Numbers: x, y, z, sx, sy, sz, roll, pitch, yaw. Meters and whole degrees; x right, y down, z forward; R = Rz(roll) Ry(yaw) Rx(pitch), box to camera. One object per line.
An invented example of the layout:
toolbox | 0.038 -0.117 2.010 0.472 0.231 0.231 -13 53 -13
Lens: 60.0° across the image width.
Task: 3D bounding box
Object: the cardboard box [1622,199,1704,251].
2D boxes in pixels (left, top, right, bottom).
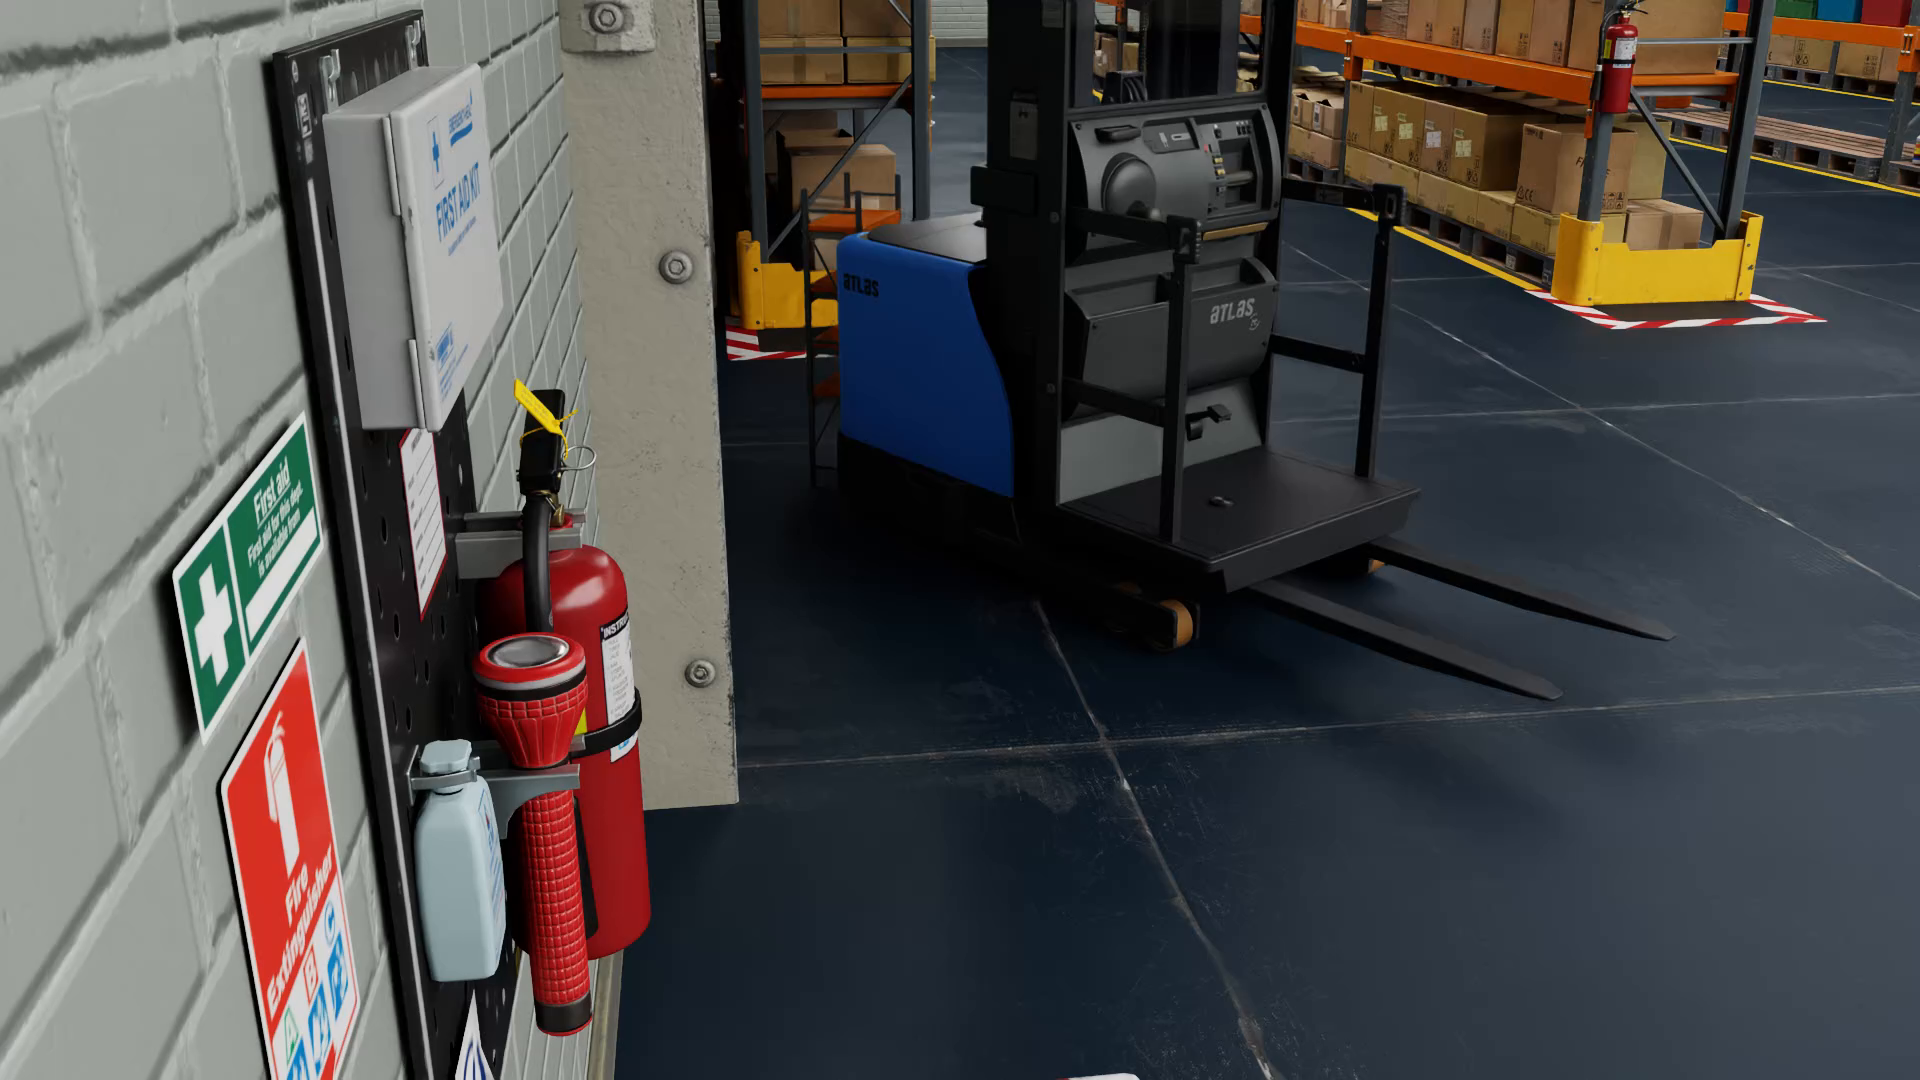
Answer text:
cardboard box | 4.373 -2.011 10.642 0.500 0.250 0.500 -3 21 -8

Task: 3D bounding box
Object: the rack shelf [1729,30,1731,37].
rack shelf | 7.691 -6.279 19.769 1.077 0.370 4.000 -3 21 -8

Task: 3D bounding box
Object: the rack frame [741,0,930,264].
rack frame | -0.671 -2.654 9.035 1.000 3.000 0.127 -3 21 -8

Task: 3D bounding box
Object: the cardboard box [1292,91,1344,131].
cardboard box | 3.231 -3.767 14.543 0.500 0.311 0.500 -2 21 -6

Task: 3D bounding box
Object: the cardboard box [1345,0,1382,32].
cardboard box | 3.540 -4.388 13.892 0.500 0.250 0.500 -2 21 -4

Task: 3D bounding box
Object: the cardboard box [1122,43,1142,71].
cardboard box | 2.329 -5.915 20.711 0.500 0.500 0.500 -4 21 -10

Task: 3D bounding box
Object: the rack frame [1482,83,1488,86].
rack frame | 7.403 -7.309 21.497 1.000 3.000 0.127 -3 21 -8

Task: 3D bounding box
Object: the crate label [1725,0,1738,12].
crate label | 7.855 -5.583 16.825 0.502 0.435 0.616 -3 21 -8

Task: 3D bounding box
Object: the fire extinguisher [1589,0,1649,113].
fire extinguisher | 3.788 -2.805 9.549 0.296 0.674 0.183 -3 21 -8

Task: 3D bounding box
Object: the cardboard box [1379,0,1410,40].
cardboard box | 3.724 -4.184 12.988 0.700 0.500 0.500 -3 21 -9

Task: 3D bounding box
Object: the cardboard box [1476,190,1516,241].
cardboard box | 3.777 -2.157 11.034 0.500 0.250 0.500 -3 21 -8

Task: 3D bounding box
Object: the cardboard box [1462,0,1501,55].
cardboard box | 3.950 -3.650 11.559 0.700 0.500 0.500 -2 21 -6

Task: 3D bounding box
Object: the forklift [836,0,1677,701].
forklift | 0.857 -1.218 5.288 1.130 2.935 3.031 -17 26 -37

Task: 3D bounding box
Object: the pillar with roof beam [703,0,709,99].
pillar with roof beam | 0.903 -10.035 20.223 9.100 9.000 0.400 -3 21 -8

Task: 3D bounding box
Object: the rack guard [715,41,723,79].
rack guard | -2.981 -7.031 24.327 1.175 0.500 0.348 -3 21 -8

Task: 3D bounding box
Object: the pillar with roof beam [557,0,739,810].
pillar with roof beam | 3.497 -3.803 3.537 9.100 9.000 0.400 -3 21 -8

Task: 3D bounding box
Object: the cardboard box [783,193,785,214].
cardboard box | -1.037 -2.355 11.680 0.380 0.149 0.250 -5 21 -12

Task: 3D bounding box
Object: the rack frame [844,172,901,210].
rack frame | -0.358 -0.933 6.999 0.240 1.200 0.015 5 21 15

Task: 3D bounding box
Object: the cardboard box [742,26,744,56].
cardboard box | -1.168 -3.273 10.878 0.500 0.250 0.500 -3 21 -7

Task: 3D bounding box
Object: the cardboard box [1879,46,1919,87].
cardboard box | 12.546 -6.230 21.045 1.225 0.875 0.875 -4 21 -10

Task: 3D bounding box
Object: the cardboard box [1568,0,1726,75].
cardboard box | 4.176 -3.114 10.124 0.700 0.500 0.500 -3 21 -8

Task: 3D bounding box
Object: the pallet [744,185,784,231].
pallet | -1.116 -2.502 12.613 1.003 0.211 1.213 -3 21 -8

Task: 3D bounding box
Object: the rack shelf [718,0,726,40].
rack shelf | -2.112 -5.779 18.431 1.077 0.370 4.000 -3 21 -8

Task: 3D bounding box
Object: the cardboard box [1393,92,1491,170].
cardboard box | 3.555 -3.027 12.293 0.500 0.500 0.500 -3 21 -8

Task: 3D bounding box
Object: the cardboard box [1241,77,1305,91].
cardboard box | 3.018 -4.292 15.949 0.500 0.311 0.500 -3 21 -9

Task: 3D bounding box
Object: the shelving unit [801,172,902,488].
shelving unit | -0.425 -0.854 6.778 0.258 1.200 0.503 5 21 15

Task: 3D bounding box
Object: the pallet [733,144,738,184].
pallet | -1.540 -3.426 15.086 1.003 0.211 1.213 -3 21 -8

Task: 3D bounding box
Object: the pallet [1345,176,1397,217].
pallet | 3.727 -2.706 13.161 1.003 0.211 1.213 -3 21 -8

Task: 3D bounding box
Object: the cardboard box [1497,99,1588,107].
cardboard box | 4.160 -2.882 11.902 0.500 0.500 0.500 -3 21 -8

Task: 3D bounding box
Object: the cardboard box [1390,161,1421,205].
cardboard box | 3.555 -2.676 12.424 0.500 0.250 0.500 -3 21 -8

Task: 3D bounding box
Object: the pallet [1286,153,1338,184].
pallet | 3.509 -3.237 14.581 1.003 0.211 1.213 -3 21 -8

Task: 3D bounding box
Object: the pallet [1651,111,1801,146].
pallet | 8.053 -4.347 17.553 1.003 0.211 1.213 -3 21 -8

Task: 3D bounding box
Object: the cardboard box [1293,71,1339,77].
cardboard box | 3.478 -4.498 16.500 0.500 0.311 0.500 -3 21 -9

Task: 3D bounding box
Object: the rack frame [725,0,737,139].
rack frame | -1.824 -5.424 16.451 1.000 3.000 0.127 -3 21 -8

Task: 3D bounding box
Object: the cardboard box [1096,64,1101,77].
cardboard box | 2.025 -6.240 22.083 0.380 0.149 0.250 -3 21 -8

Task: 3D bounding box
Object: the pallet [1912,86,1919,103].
pallet | 12.669 -5.565 20.815 1.003 0.211 1.213 -3 21 -8

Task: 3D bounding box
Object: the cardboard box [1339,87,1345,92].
cardboard box | 3.698 -3.970 15.086 0.500 0.311 0.500 -4 21 -10

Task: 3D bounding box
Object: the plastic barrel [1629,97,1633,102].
plastic barrel | 7.722 -5.314 19.113 0.421 0.512 0.421 0 20 0

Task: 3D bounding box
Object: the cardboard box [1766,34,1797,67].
cardboard box | 12.158 -7.304 23.921 0.875 0.875 0.875 -3 21 -8

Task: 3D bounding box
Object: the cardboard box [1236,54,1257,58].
cardboard box | 3.146 -5.237 18.895 0.500 0.500 0.500 -3 21 -8

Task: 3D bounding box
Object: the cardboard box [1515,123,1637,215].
cardboard box | 3.859 -2.336 10.441 0.500 0.500 0.500 -3 21 -8

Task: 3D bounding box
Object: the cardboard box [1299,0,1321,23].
cardboard box | 3.411 -4.960 15.065 0.500 0.500 0.500 -3 21 -8

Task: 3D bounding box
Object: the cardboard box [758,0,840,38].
cardboard box | -0.949 -3.097 9.335 0.500 0.500 0.500 -3 21 -8

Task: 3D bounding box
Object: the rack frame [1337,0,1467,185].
rack frame | 3.654 -4.290 13.416 1.000 3.000 0.127 -3 21 -8

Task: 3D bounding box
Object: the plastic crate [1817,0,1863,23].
plastic crate | 8.089 -4.897 15.064 0.392 0.384 0.575 -3 21 -8

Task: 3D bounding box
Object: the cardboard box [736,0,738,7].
cardboard box | -1.386 -4.156 12.171 0.500 0.500 0.500 -3 21 -9

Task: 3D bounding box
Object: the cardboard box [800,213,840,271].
cardboard box | -0.681 -1.845 10.082 0.500 0.311 0.500 -5 21 -14

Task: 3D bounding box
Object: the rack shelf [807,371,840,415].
rack shelf | -0.425 -0.604 6.869 0.258 0.148 0.480 5 21 15

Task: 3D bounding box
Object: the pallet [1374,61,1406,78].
pallet | 6.907 -7.100 24.923 1.003 0.211 1.213 -3 21 -8

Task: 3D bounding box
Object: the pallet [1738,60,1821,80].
pallet | 12.093 -6.943 24.503 1.003 0.211 1.213 -3 21 -8

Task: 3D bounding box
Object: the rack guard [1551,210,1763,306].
rack guard | 4.234 -1.726 10.123 1.175 0.500 0.348 -3 21 -8

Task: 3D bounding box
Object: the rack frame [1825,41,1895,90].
rack frame | 12.304 -7.558 22.166 1.000 3.000 0.127 -3 21 -8

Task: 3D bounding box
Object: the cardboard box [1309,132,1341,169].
cardboard box | 3.307 -3.328 14.168 0.500 0.250 0.500 -3 21 -8

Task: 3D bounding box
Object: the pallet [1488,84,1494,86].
pallet | 7.473 -5.733 21.264 1.003 0.211 1.213 -3 21 -8

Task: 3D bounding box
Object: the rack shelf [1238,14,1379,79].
rack shelf | 3.366 -4.646 15.395 1.077 0.370 4.000 -3 21 -8
